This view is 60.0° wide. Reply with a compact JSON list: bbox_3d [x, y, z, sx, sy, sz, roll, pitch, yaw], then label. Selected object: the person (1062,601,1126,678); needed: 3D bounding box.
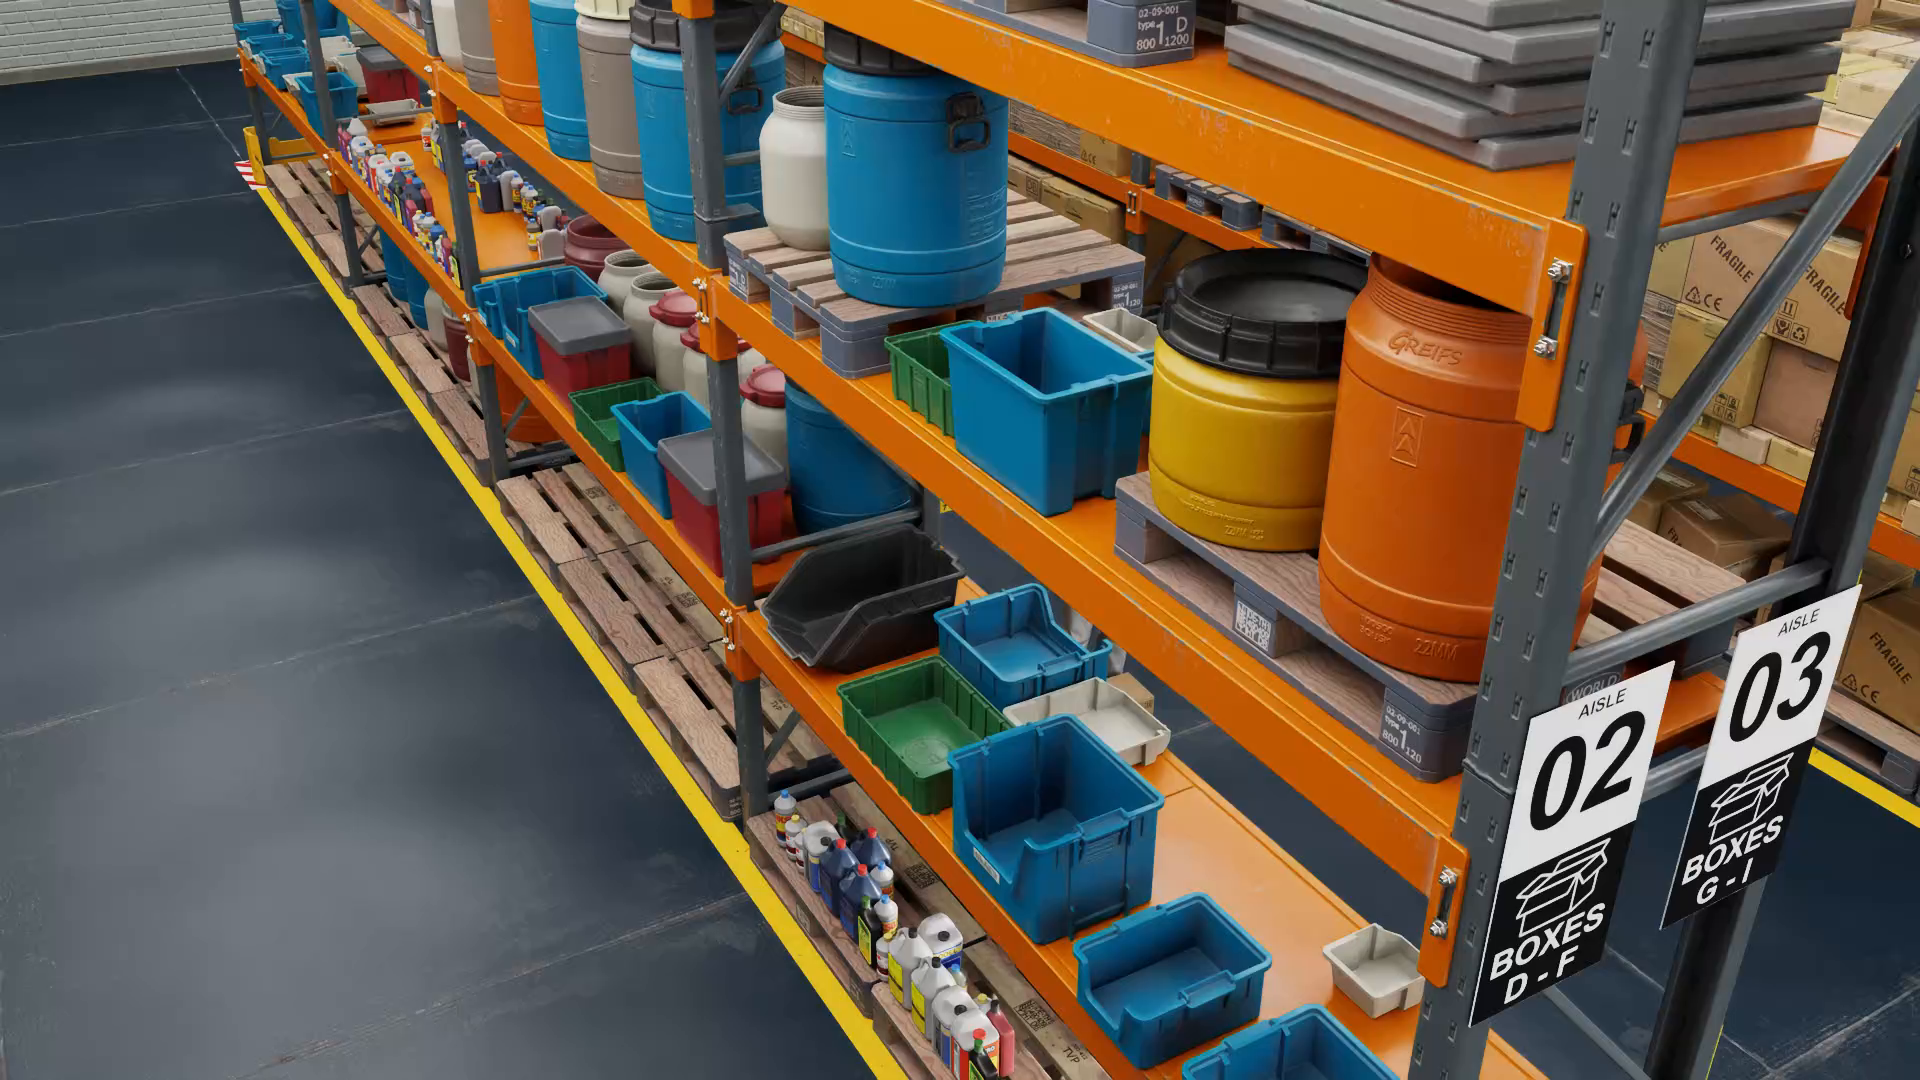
[{"bbox_3d":[0.698,0.140,8.308,0.501,1.672,0.354,-14,32,-23],"label":"person"}]
